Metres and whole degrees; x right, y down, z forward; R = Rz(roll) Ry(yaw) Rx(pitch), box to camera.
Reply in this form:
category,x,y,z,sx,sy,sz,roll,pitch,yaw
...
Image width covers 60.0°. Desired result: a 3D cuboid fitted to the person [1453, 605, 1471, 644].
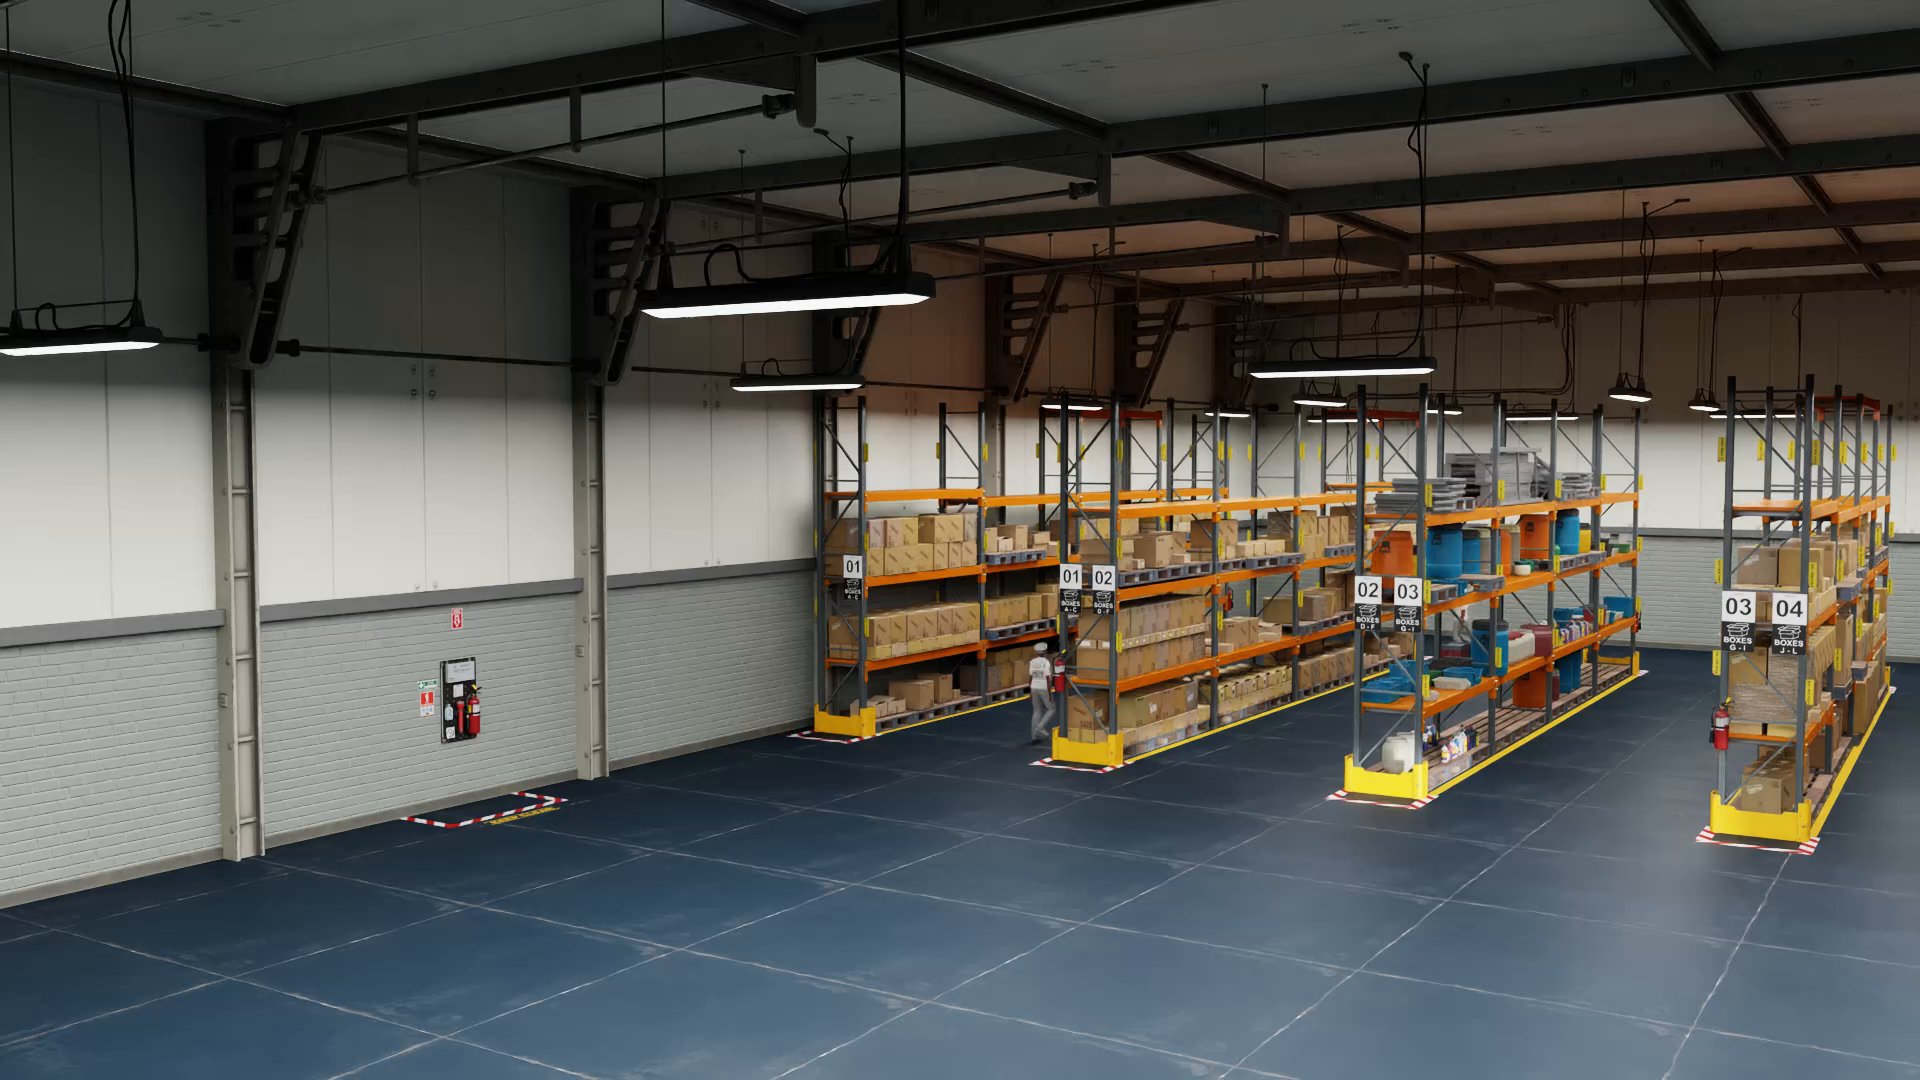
category,x,y,z,sx,sy,sz,roll,pitch,yaw
person,12.322,1.970,40.764,0.636,1.758,0.580,2,3,28

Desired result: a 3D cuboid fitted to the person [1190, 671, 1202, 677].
category,x,y,z,sx,sy,sz,roll,pitch,yaw
person,4.907,2.362,34.766,0.704,1.640,0.730,3,4,41

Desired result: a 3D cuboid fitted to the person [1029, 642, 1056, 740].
category,x,y,z,sx,sy,sz,roll,pitch,yaw
person,1.403,2.632,28.964,0.503,1.685,0.457,3,4,40
